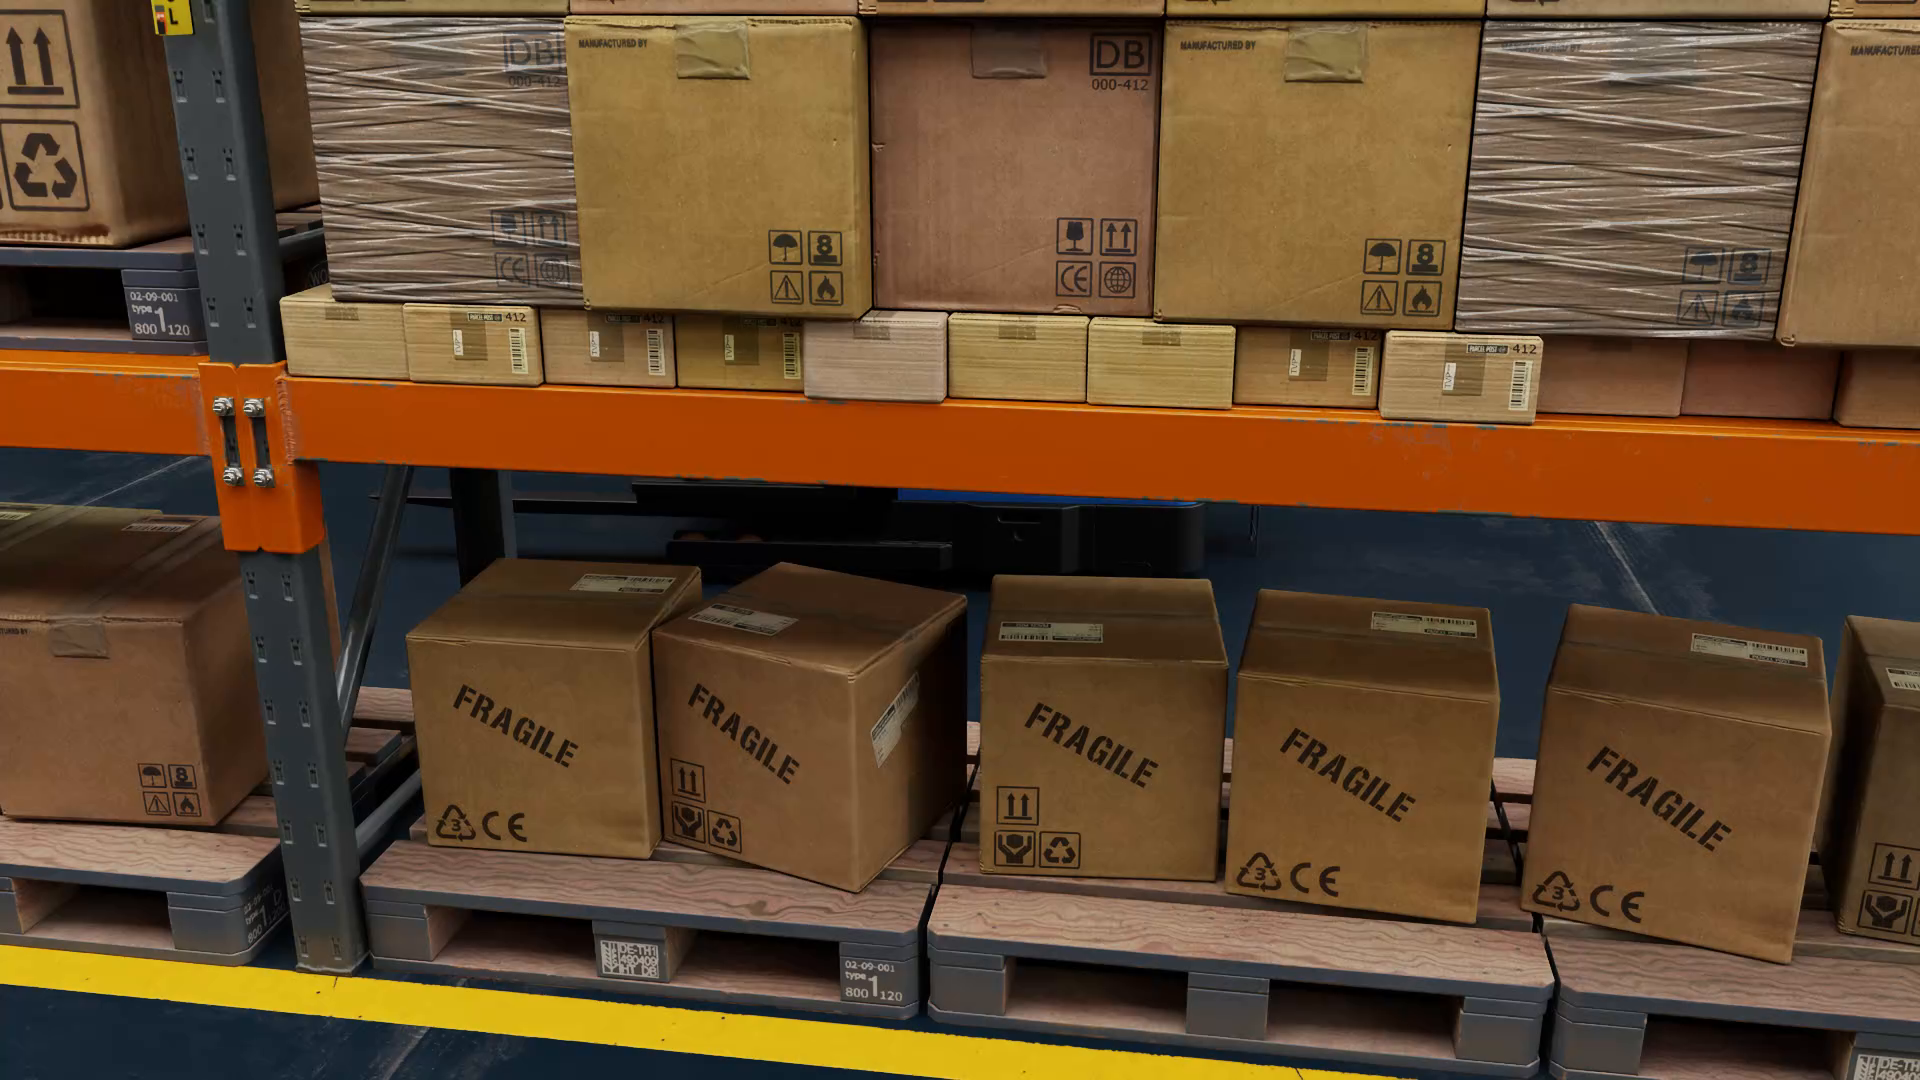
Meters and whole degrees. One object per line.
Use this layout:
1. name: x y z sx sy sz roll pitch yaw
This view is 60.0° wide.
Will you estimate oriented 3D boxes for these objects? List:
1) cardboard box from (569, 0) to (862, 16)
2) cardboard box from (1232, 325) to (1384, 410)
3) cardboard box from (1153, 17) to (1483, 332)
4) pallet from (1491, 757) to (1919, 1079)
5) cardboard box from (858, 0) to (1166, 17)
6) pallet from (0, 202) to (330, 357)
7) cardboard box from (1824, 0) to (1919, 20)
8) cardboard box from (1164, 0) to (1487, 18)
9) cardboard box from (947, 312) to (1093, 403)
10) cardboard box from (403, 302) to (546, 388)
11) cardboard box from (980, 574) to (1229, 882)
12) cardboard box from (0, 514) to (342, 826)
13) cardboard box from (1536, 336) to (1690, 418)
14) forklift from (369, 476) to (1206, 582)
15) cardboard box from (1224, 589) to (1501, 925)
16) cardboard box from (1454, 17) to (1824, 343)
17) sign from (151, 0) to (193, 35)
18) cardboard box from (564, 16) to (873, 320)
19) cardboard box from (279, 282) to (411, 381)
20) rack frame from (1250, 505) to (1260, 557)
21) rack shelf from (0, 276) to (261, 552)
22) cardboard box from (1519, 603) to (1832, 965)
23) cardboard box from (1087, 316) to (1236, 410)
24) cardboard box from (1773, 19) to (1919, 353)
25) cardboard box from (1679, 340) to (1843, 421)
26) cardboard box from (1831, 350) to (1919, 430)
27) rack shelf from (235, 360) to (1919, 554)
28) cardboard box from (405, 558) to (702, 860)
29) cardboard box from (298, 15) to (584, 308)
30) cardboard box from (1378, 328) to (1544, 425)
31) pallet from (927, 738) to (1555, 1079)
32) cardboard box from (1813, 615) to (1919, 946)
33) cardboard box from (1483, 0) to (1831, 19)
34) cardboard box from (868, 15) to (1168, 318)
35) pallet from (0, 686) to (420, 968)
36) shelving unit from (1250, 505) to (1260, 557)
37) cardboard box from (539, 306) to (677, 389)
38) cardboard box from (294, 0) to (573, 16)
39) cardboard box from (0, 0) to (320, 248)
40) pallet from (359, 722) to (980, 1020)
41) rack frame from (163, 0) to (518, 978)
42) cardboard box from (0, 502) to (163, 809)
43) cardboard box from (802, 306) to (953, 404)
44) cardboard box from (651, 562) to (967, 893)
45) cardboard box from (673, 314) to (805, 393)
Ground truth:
1. cardboard box: -0.375 -1.189 2.927 0.500 0.500 0.500 3 19 9
2. cardboard box: 0.629 -0.359 3.046 0.250 0.149 0.380 3 19 9
3. cardboard box: 0.646 -0.732 3.137 0.500 0.500 0.875 3 19 9
4. pallet: 1.805 0.815 3.536 1.213 0.211 1.003 3 19 9
5. cardboard box: 0.118 -1.164 2.851 0.500 0.500 0.500 3 19 9
6. pallet: -2.005 -0.646 3.810 1.213 0.211 1.003 3 19 9
7. cardboard box: 1.599 -1.088 2.626 0.500 0.500 0.500 3 19 9
8. cardboard box: 0.614 -1.142 2.786 0.500 0.500 0.500 3 19 9
9. cardboard box: 0.130 -0.374 3.089 0.250 0.149 0.380 3 19 9
10. cardboard box: -0.864 -0.412 3.204 0.250 0.149 0.380 3 19 9
11. cardboard box: 0.308 0.399 3.662 0.500 0.500 0.500 1 19 4
12. cardboard box: -1.876 0.286 3.968 0.500 0.500 0.700 1 19 4
13. cardboard box: 1.125 -0.340 2.989 0.250 0.149 0.380 3 19 9
14. forklift: -0.627 -1.406 5.885 3.031 2.935 1.130 1 19 4
15. cardboard box: 0.852 0.441 3.536 0.500 0.500 0.500 5 19 14
16. cardboard box: 1.138 -0.703 3.050 0.500 0.500 0.875 3 19 9
17. sign: -1.358 -1.028 2.824 0.005 0.325 0.100 3 19 9
18. cardboard box: -0.351 -0.764 3.231 0.500 0.500 0.875 3 19 9
19. cardboard box: -1.109 -0.429 3.254 0.250 0.149 0.380 3 19 9
20. rack frame: 1.099 -0.401 6.084 0.006 0.900 0.240 1 19 4
21. rack shelf: -3.248 -0.413 3.943 4.000 0.370 1.077 3 19 9
22. cardboard box: 1.467 0.478 3.424 0.500 0.500 0.500 8 20 23
23. cardboard box: 0.375 -0.358 3.041 0.250 0.149 0.380 3 19 9
24. cardboard box: 1.625 -0.664 2.935 0.500 0.500 0.875 3 19 9
25. cardboard box: 1.376 -0.335 2.972 0.250 0.149 0.380 3 19 9
26. cardboard box: 1.616 -0.309 2.896 0.250 0.149 0.380 3 19 9
27. rack shelf: 0.702 -0.211 3.342 4.000 0.370 1.077 3 19 9
28. cardboard box: -0.884 0.366 3.761 0.500 0.500 0.500 2 19 7
29. cardboard box: -0.839 -0.800 3.340 0.500 0.500 0.875 3 19 9
30. cardboard box: 0.864 -0.325 2.943 0.250 0.149 0.380 3 19 9
31. pallet: 0.604 0.752 3.722 1.213 0.211 1.003 3 19 9
32. cardboard box: 2.062 0.498 3.366 0.500 0.500 0.500 7 20 19
33. cardboard box: 1.106 -1.114 2.704 0.500 0.500 0.500 3 19 9
34. cardboard box: 0.159 -0.770 3.251 0.500 0.500 0.875 3 19 9
35. pallet: -2.042 0.630 4.086 1.213 0.211 1.003 3 19 9
36. shelving unit: 0.997 -0.404 6.092 0.210 0.900 0.258 1 19 4
37. cardboard box: -0.613 -0.409 3.193 0.250 0.149 0.380 3 19 9
38. cardboard box: -0.869 -1.214 3.001 0.500 0.500 0.500 3 19 9
39. cardboard box: -2.035 -1.221 3.617 1.000 1.000 1.000 3 19 9
40. pallet: -0.604 0.692 3.903 1.213 0.211 1.003 3 19 9
41. rack frame: -1.273 -0.653 3.528 0.127 3.000 1.000 3 19 9
42. cardboard box: -2.344 0.256 4.057 0.500 0.500 0.700 3 19 8
43. cardboard box: -0.124 -0.373 3.088 0.250 0.149 0.380 3 19 9
44. cardboard box: -0.318 0.392 3.682 0.500 0.500 0.500 9 21 26
45. cardboard box: -0.364 -0.399 3.164 0.250 0.149 0.380 3 19 9
